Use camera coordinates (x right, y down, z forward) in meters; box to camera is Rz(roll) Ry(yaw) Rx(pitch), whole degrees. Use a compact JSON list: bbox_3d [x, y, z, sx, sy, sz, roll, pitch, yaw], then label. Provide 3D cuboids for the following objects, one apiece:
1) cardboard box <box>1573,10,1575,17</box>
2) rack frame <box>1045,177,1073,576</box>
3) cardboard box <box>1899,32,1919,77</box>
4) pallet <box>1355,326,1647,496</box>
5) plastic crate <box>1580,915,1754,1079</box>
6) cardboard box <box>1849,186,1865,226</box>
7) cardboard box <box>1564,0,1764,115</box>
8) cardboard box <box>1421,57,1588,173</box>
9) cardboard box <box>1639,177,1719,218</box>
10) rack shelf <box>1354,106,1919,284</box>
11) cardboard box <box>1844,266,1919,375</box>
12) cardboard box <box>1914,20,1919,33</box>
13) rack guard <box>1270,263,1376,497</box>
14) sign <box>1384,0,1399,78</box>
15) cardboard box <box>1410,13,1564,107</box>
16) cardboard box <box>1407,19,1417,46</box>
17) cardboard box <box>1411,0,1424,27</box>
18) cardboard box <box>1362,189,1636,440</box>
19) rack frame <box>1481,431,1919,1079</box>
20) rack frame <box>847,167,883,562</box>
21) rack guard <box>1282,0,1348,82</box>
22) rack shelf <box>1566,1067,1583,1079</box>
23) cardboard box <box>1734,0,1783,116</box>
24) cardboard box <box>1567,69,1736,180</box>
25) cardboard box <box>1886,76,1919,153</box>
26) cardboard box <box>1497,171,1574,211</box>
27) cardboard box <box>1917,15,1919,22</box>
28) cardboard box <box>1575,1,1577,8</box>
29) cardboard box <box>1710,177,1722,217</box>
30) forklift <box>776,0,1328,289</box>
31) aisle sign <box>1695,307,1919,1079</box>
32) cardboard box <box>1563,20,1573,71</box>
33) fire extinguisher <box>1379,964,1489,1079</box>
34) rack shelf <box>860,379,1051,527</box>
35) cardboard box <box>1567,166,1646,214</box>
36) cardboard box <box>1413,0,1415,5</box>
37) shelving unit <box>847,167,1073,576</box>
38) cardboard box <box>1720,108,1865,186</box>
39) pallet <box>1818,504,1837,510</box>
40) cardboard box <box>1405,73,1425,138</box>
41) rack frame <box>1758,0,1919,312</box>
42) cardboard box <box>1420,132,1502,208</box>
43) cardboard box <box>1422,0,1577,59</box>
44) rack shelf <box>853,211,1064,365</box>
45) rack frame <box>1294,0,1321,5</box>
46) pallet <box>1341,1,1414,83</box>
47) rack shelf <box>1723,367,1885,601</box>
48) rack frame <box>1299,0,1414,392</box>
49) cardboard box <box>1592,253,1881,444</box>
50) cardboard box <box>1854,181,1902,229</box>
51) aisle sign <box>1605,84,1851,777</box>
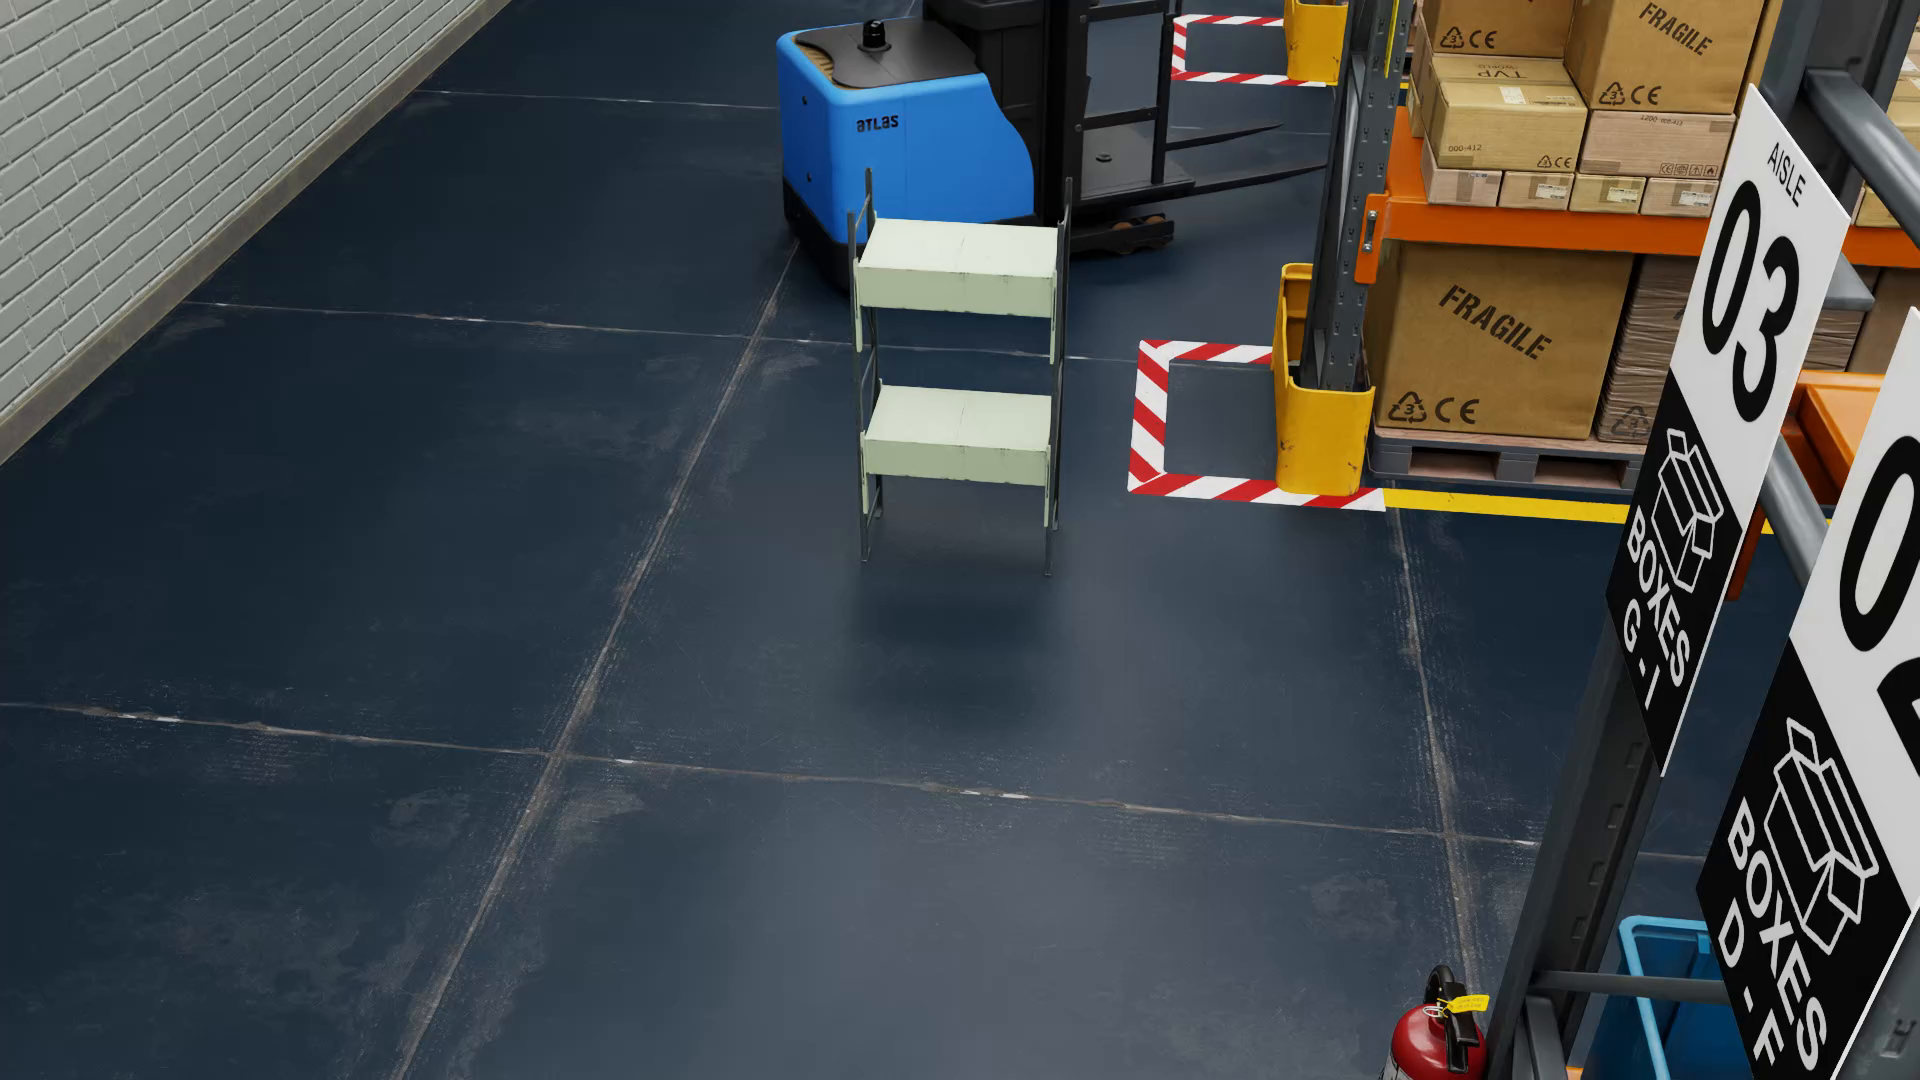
[{"bbox_3d":[3.861,-3.475,10.873,0.250,0.149,0.380,3,36,4],"label":"cardboard box"},{"bbox_3d":[0.370,-0.583,6.276,0.023,1.500,0.400,4,36,6],"label":"rack frame"},{"bbox_3d":[3.648,-1.812,6.579,0.500,0.250,0.500,4,36,6],"label":"cardboard box"},{"bbox_3d":[2.411,-0.597,7.405,1.213,0.211,1.003,4,36,6],"label":"pallet"},{"bbox_3d":[1.333,0.986,2.704,0.499,0.435,0.616,4,36,6],"label":"plastic crate"},{"bbox_3d":[3.194,-1.334,6.253,0.250,0.149,0.380,4,36,5],"label":"cardboard box"},{"bbox_3d":[2.546,-1.883,6.034,0.500,0.500,0.500,3,36,5],"label":"cardboard box"},{"bbox_3d":[2.050,-1.615,6.304,0.500,0.250,0.500,3,36,5],"label":"cardboard box"},{"bbox_3d":[2.686,-1.372,6.306,0.250,0.149,0.380,4,36,5],"label":"cardboard box"},{"bbox_3d":[3.592,-1.305,6.616,4.000,0.370,1.077,4,36,6],"label":"rack shelf"},{"bbox_3d":[4.038,-0.918,6.921,0.875,0.875,0.875,4,36,6],"label":"cardboard box"},{"bbox_3d":[5.955,-3.272,10.589,0.250,0.149,0.380,5,36,7],"label":"cardboard box"},{"bbox_3d":[1.584,-0.730,7.343,0.348,0.500,1.175,4,36,6],"label":"rack guard"},{"bbox_3d":[1.531,-1.811,5.892,0.005,0.325,0.100,4,36,6],"label":"sign"},{"bbox_3d":[2.123,-1.923,6.735,0.500,0.250,0.500,4,36,5],"label":"cardboard box"},{"bbox_3d":[3.089,-3.412,11.041,0.250,0.149,0.380,4,36,6],"label":"cardboard box"},{"bbox_3d":[3.091,-3.489,10.892,0.250,0.149,0.380,4,36,6],"label":"cardboard box"},{"bbox_3d":[2.253,-1.051,7.108,0.875,0.875,0.875,4,36,6],"label":"cardboard box"},{"bbox_3d":[0.977,1.108,2.616,0.127,3.000,1.000,4,36,6],"label":"rack frame"},{"bbox_3d":[-0.356,-0.637,6.352,0.023,1.500,0.400,4,36,6],"label":"rack frame"},{"bbox_3d":[2.415,-3.573,11.326,0.348,0.500,1.175,4,36,6],"label":"rack guard"},{"bbox_3d":[2.961,1.549,2.617,4.000,0.370,1.077,4,36,6],"label":"rack shelf"},{"bbox_3d":[3.060,-1.848,5.985,0.500,0.500,0.500,3,36,5],"label":"cardboard box"},{"bbox_3d":[2.566,-1.580,6.255,0.500,0.250,0.500,4,36,5],"label":"cardboard box"},{"bbox_3d":[3.582,-1.505,6.150,0.500,0.250,0.500,4,36,5],"label":"cardboard box"},{"bbox_3d":[2.173,-1.409,6.359,0.250,0.149,0.380,4,36,5],"label":"cardboard box"},{"bbox_3d":[5.921,-3.429,10.554,0.250,0.149,0.380,5,36,7],"label":"cardboard box"},{"bbox_3d":[3.869,-3.574,10.757,0.250,0.149,0.380,6,36,8],"label":"cardboard box"},{"bbox_3d":[2.938,-1.352,6.279,0.250,0.149,0.380,4,36,5],"label":"cardboard box"},{"bbox_3d":[0.609,-2.991,8.418,3.031,2.935,1.130,-13,38,-18],"label":"forklift"},{"bbox_3d":[0.868,0.216,1.628,0.004,0.787,0.394,4,36,6],"label":"aisle sign"},{"bbox_3d":[2.626,-1.885,6.682,0.500,0.250,0.500,4,36,5],"label":"cardboard box"},{"bbox_3d":[0.885,1.018,3.129,0.183,0.674,0.296,4,36,6],"label":"fire extinguisher"},{"bbox_3d":[0.007,-0.345,6.503,0.720,0.370,0.431,4,36,6],"label":"rack shelf"},{"bbox_3d":[2.427,-1.390,6.332,0.250,0.149,0.380,3,36,5],"label":"cardboard box"},{"bbox_3d":[2.816,-3.615,10.813,0.250,0.149,0.380,3,36,4],"label":"cardboard box"},{"bbox_3d":[0.007,-0.610,6.314,0.755,1.500,0.431,4,36,6],"label":"shelving unit"},{"bbox_3d":[3.064,-1.541,6.200,0.500,0.250,0.500,3,36,4],"label":"cardboard box"},{"bbox_3d":[3.618,-0.505,7.276,1.213,0.211,1.003,4,36,6],"label":"pallet"},{"bbox_3d":[2.003,-1.807,6.916,0.250,0.149,0.380,5,36,7],"label":"cardboard box"},{"bbox_3d":[0.977,-1.334,0.873,0.127,3.000,1.000,4,36,6],"label":"rack frame"},{"bbox_3d":[1.918,-1.427,6.384,0.250,0.149,0.380,5,36,6],"label":"cardboard box"},{"bbox_3d":[2.125,-2.227,6.515,0.500,0.500,0.500,5,36,7],"label":"cardboard box"},{"bbox_3d":[0.007,-0.928,6.087,0.720,0.370,0.431,4,36,6],"label":"rack shelf"},{"bbox_3d":[2.340,-4.596,10.608,0.127,3.000,1.000,4,36,6],"label":"rack frame"},{"bbox_3d":[3.217,-3.375,11.298,1.213,0.211,1.003,4,36,6],"label":"pallet"},{"bbox_3d":[2.961,0.328,1.746,4.000,0.370,1.077,4,36,6],"label":"rack shelf"},{"bbox_3d":[1.608,-1.746,6.614,0.127,3.000,1.000,4,36,6],"label":"rack frame"},{"bbox_3d":[3.156,-0.984,7.013,0.875,0.875,0.875,4,36,6],"label":"cardboard box"},{"bbox_3d":[3.444,-1.314,6.226,0.250,0.149,0.380,3,36,5],"label":"cardboard box"},{"bbox_3d":[0.943,-0.124,2.104,0.004,0.787,0.394,4,36,6],"label":"aisle sign"}]
